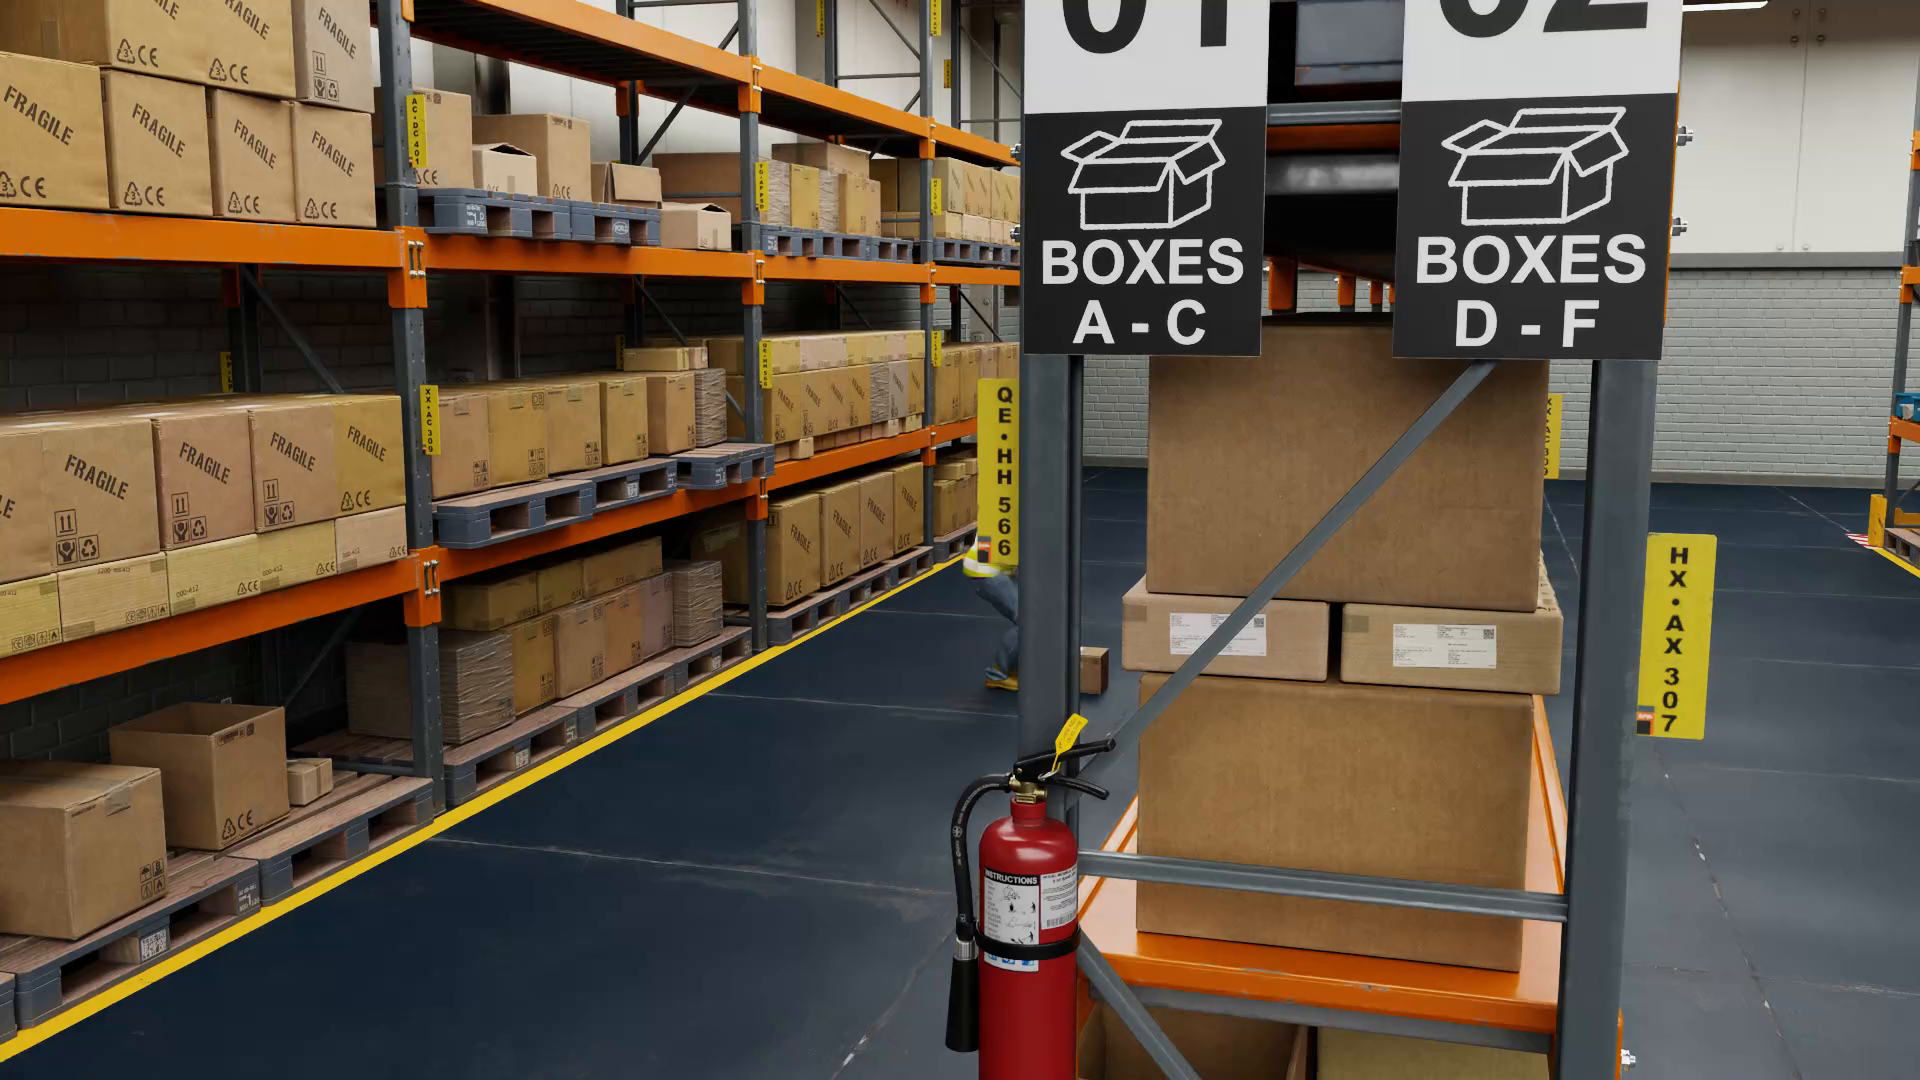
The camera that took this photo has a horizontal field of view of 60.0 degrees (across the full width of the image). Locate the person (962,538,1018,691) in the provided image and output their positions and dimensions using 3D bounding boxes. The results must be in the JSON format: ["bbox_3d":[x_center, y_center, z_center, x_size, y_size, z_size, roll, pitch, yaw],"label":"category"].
[{"bbox_3d":[0.410,0.236,10.803,0.747,1.428,0.631,2,9,16],"label":"person"}]
